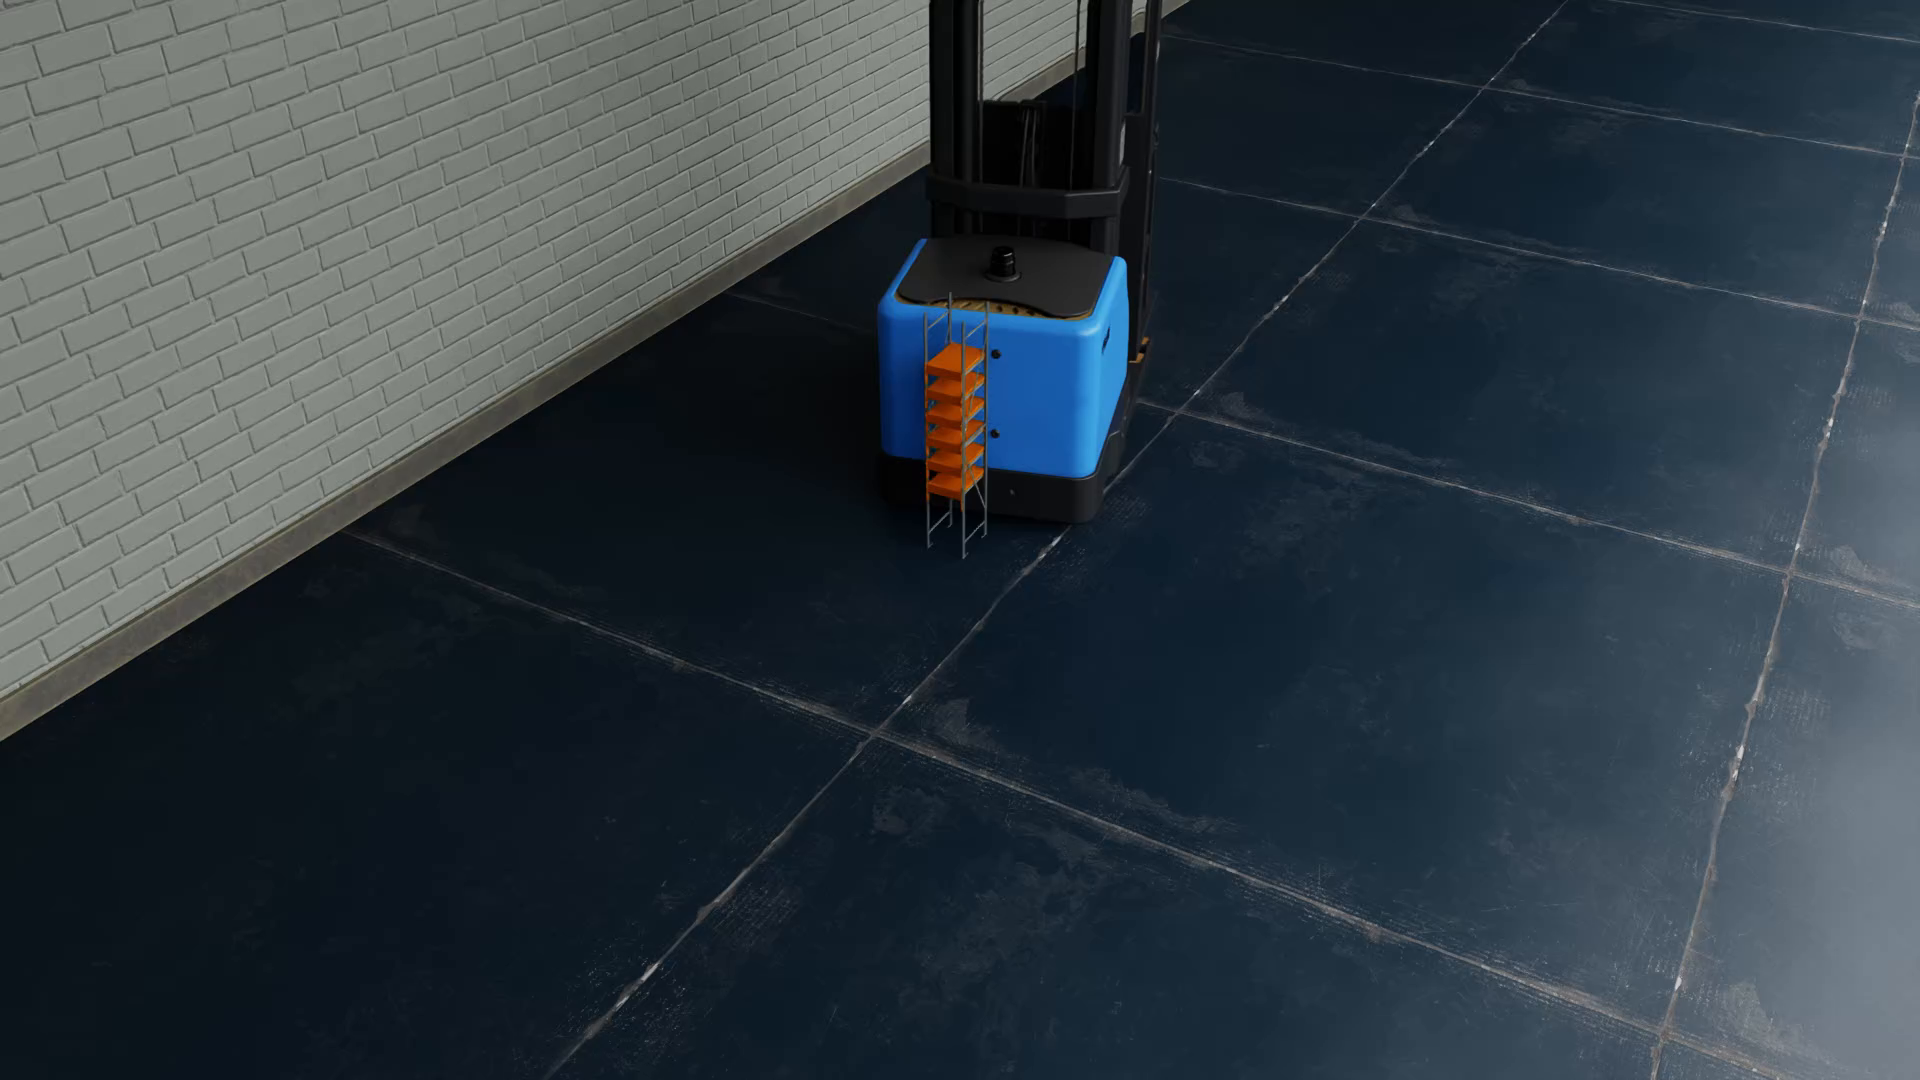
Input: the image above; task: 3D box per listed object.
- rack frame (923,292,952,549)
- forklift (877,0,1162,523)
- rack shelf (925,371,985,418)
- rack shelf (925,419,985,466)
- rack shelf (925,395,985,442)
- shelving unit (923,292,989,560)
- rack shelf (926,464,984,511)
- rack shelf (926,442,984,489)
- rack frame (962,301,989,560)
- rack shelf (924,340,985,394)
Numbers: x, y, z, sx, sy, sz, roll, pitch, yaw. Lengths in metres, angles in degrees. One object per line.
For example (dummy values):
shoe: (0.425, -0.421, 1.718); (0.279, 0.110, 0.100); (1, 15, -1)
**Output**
rack frame: (-0.096, -0.515, 7.442); (0.006, 1.200, 0.240); (16, 37, 23)
forklift: (0.451, -2.108, 8.271); (1.130, 2.935, 3.031); (7, 34, 11)
rack shelf: (-0.015, -0.655, 7.298); (0.180, 0.103, 0.258); (16, 37, 23)
rack shelf: (-0.015, -0.455, 7.431); (0.180, 0.103, 0.258); (16, 37, 23)
rack shelf: (-0.015, -0.555, 7.364); (0.180, 0.103, 0.258); (16, 37, 23)
shelving unit: (-0.015, -0.492, 7.406); (0.189, 1.200, 0.258); (16, 37, 23)
rack shelf: (-0.015, -0.255, 7.564); (0.180, 0.103, 0.258); (16, 37, 23)
rack shelf: (-0.015, -0.355, 7.497); (0.180, 0.103, 0.258); (16, 37, 23)
rack frame: (0.066, -0.468, 7.370); (0.006, 1.200, 0.240); (16, 37, 23)
rack shelf: (-0.015, -0.755, 7.231); (0.180, 0.103, 0.258); (16, 37, 23)
